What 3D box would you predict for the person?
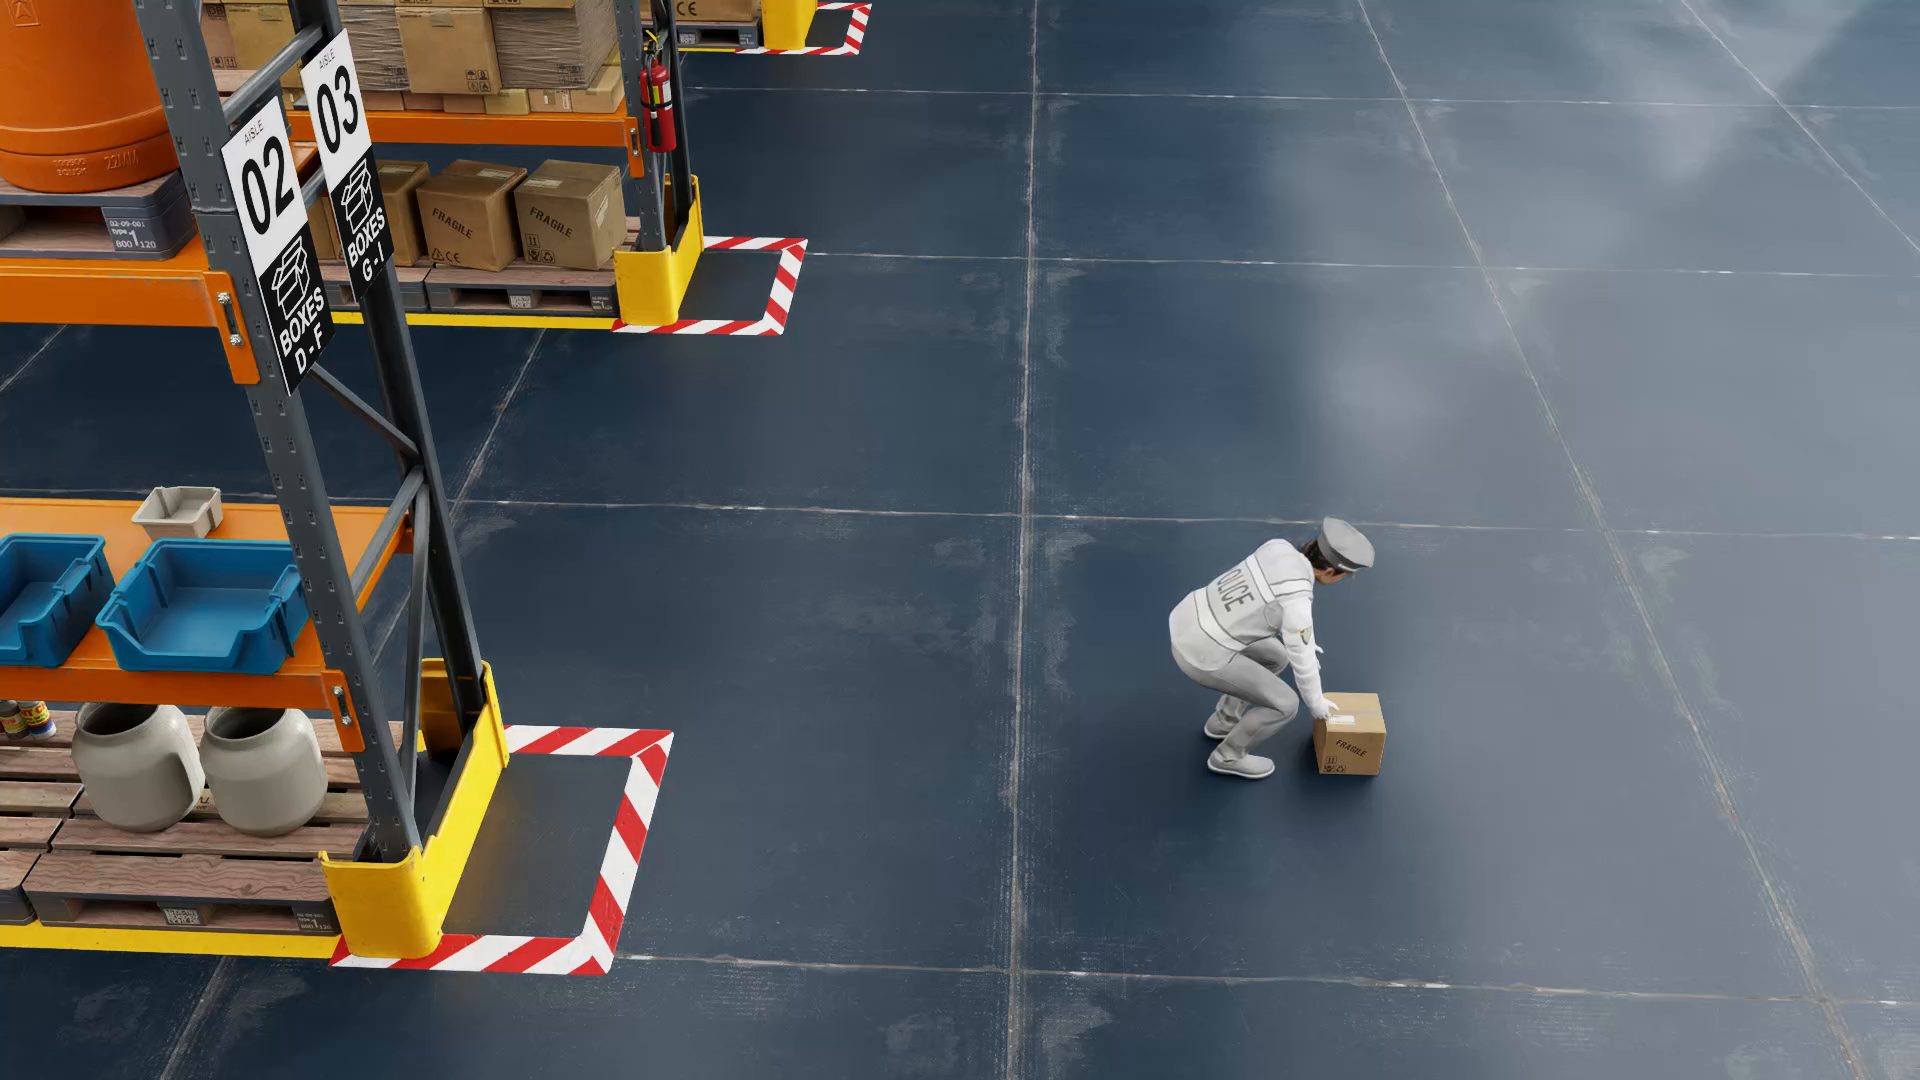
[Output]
[{"bbox_3d":[1.265,0.428,6.941,0.796,1.180,0.522,1,36,2],"label":"person"}]
